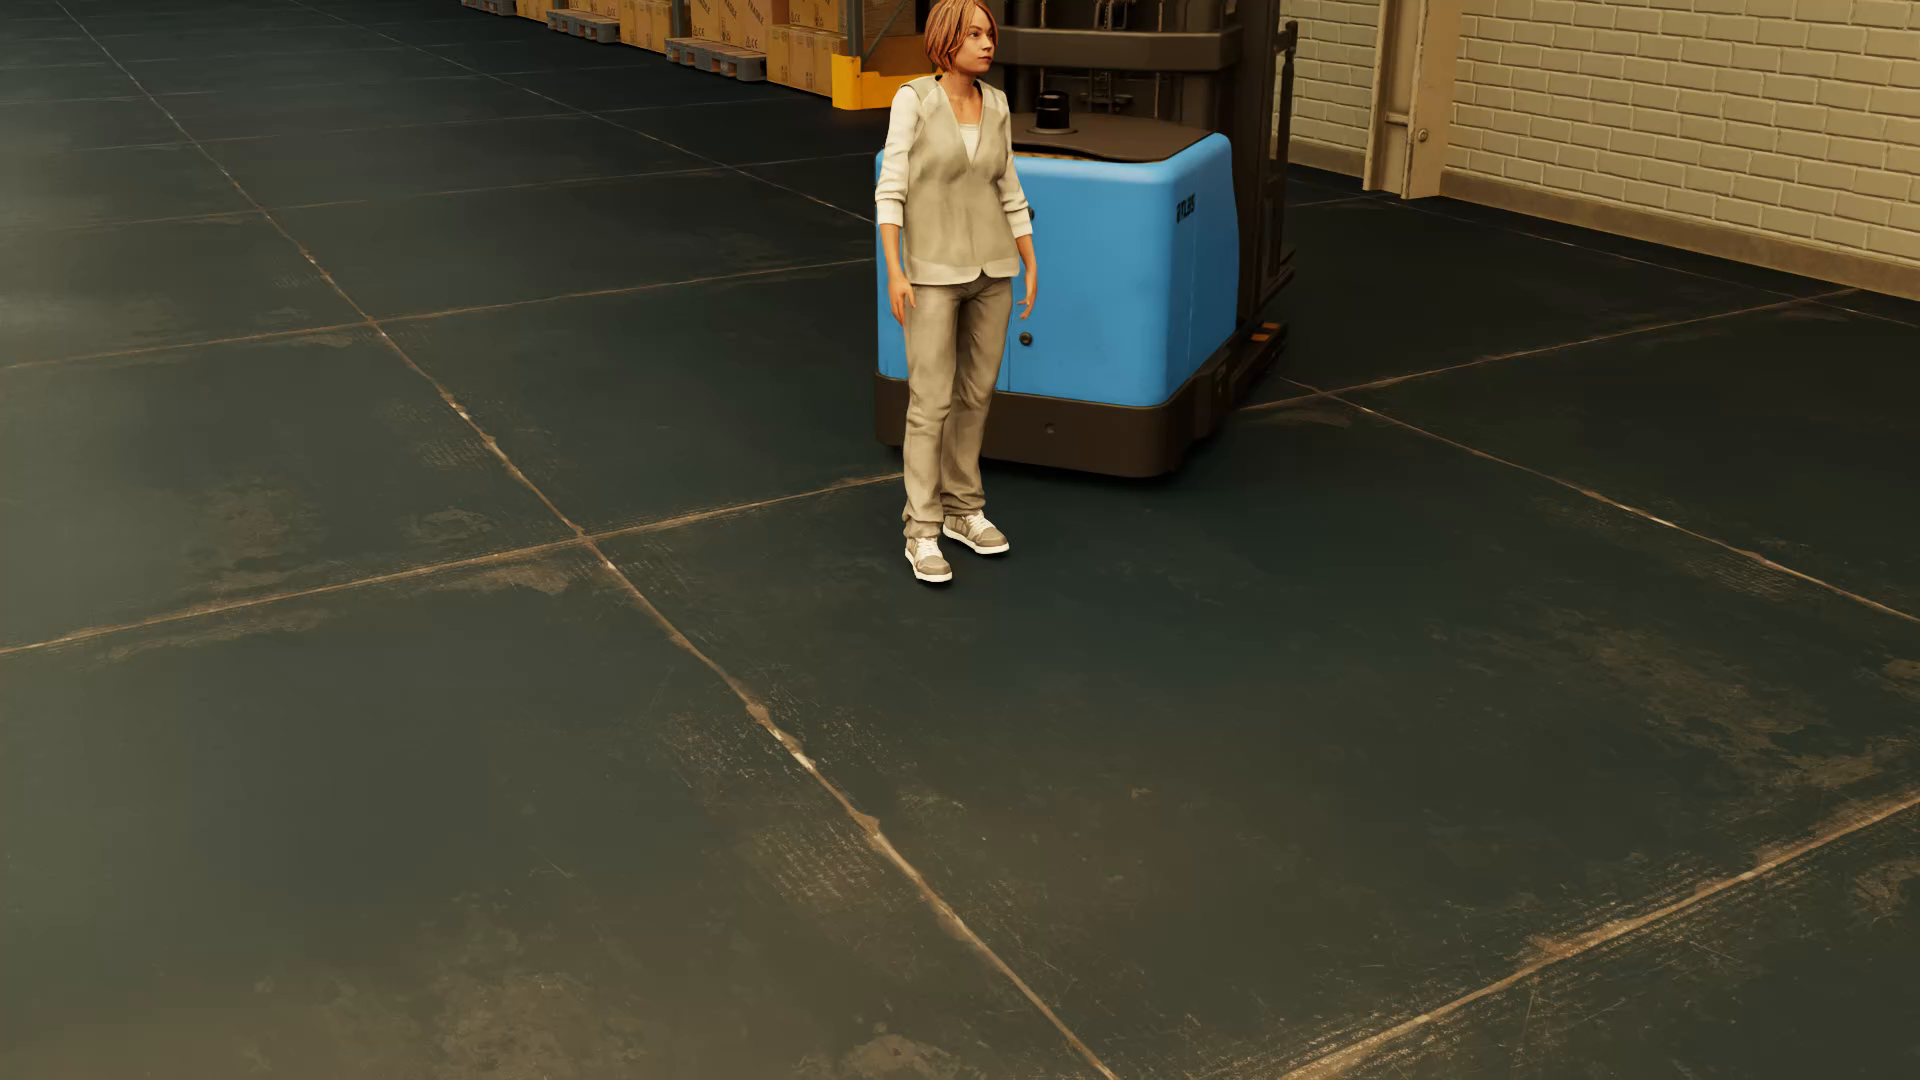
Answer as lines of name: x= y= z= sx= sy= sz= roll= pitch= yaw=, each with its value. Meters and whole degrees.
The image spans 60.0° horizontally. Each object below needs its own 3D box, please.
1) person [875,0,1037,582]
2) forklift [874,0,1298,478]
person: x=0.024 y=-0.719 z=4.763 sx=0.520 sy=1.597 sz=0.475 roll=-12 pitch=25 yaw=-28
forklift: x=0.731 y=-2.086 z=6.358 sx=1.130 sy=2.935 sz=3.031 roll=9 pitch=24 yaw=20
